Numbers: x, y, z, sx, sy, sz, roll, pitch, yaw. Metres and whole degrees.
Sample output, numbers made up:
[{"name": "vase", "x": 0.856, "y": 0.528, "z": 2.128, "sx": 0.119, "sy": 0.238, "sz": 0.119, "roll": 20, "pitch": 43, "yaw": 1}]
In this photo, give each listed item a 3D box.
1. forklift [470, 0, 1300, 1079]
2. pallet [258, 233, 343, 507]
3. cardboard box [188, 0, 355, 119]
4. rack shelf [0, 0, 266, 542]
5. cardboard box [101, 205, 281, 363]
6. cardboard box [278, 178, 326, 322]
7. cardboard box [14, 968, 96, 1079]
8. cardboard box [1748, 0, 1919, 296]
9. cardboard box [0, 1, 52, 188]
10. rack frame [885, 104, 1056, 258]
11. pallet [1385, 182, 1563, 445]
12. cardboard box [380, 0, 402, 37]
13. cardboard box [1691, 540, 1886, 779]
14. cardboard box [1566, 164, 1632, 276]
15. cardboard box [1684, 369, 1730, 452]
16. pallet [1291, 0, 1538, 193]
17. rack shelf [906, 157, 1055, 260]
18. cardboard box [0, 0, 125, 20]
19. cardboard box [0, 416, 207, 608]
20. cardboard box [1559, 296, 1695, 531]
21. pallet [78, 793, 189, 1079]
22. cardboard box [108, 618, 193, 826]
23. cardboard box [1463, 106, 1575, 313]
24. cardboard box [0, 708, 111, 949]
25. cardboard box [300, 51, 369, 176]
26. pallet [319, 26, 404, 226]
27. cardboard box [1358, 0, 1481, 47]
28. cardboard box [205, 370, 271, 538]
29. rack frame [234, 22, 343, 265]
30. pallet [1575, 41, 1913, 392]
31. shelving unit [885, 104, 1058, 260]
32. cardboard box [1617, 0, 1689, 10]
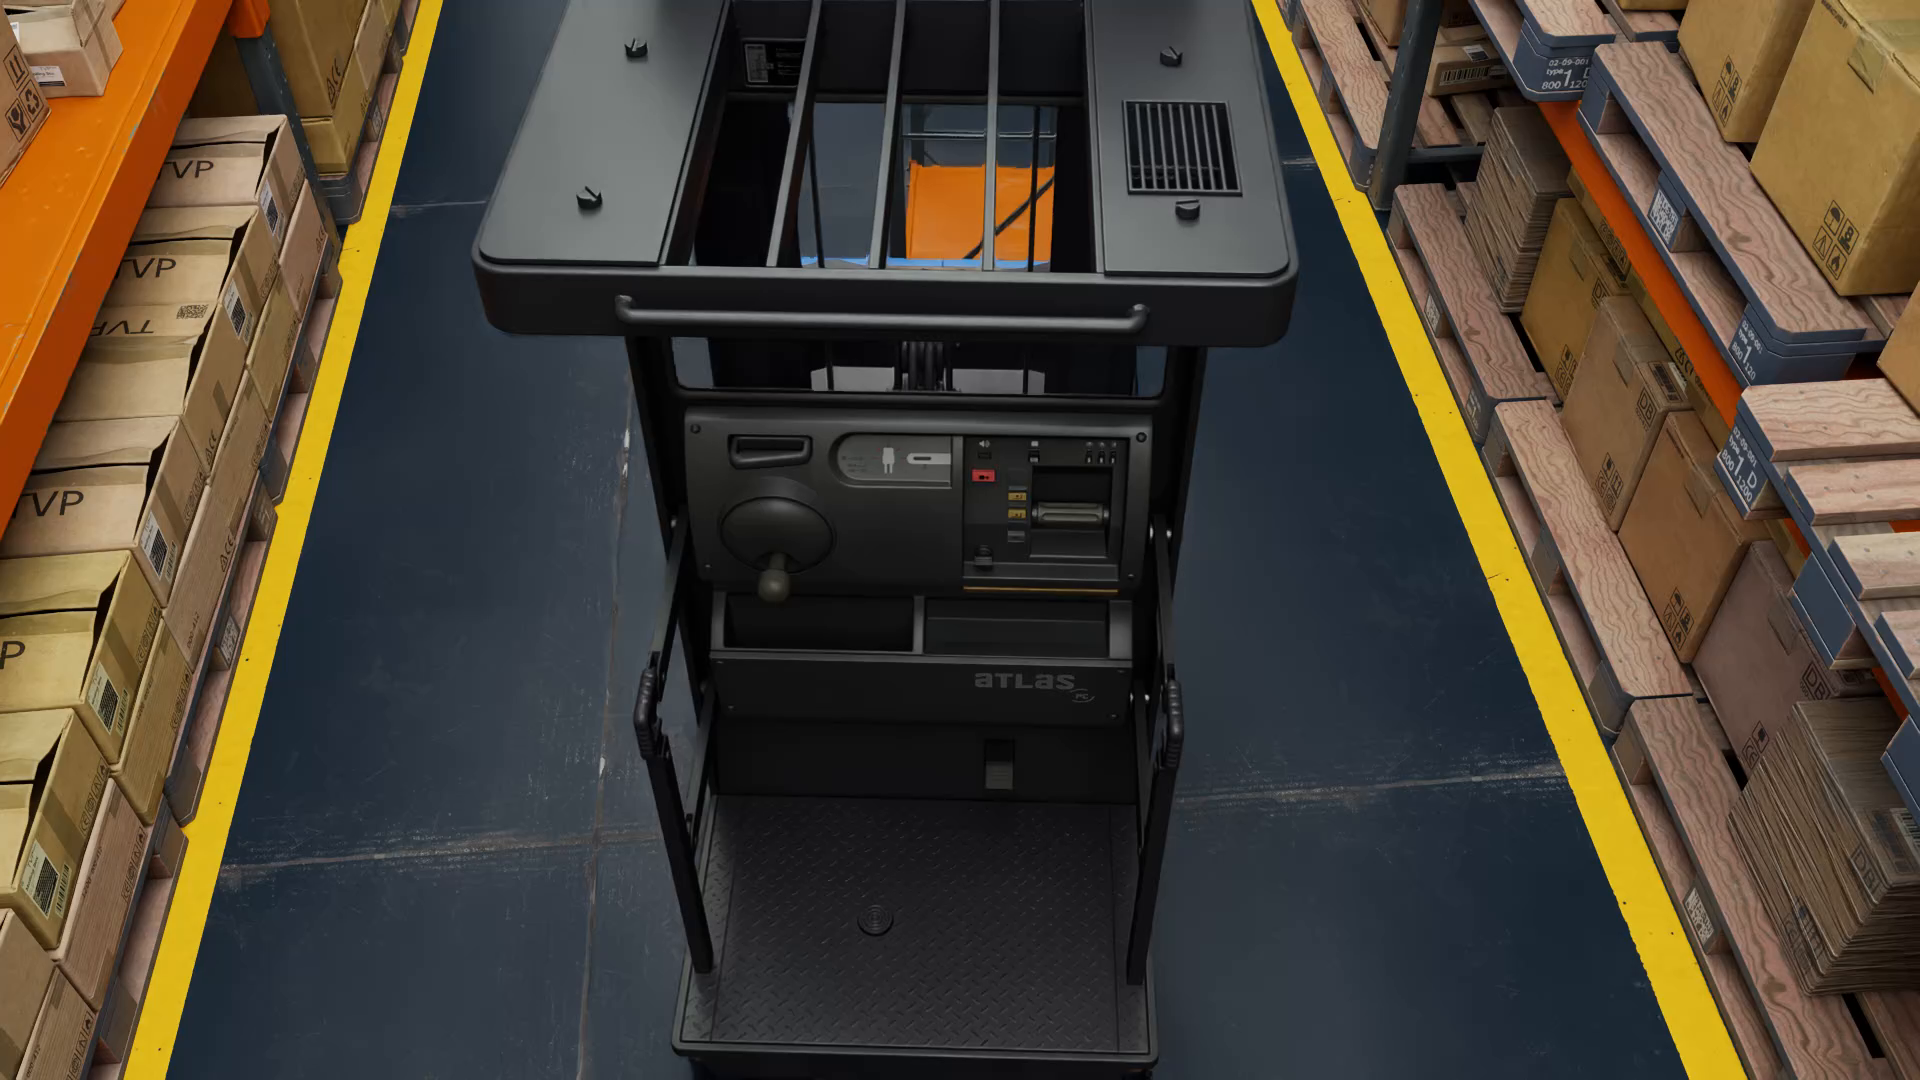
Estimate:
[{"name": "forklift", "x": -0.088, "y": 0.033, "z": 3.200, "sx": 1.130, "sy": 2.935, "sz": 3.031, "roll": 1, "pitch": 47, "yaw": 1}, {"name": "pallet", "x": -2.733, "y": -0.582, "z": 5.655, "sx": 1.003, "sy": 0.211, "sz": 1.213, "roll": -3, "pitch": 47, "yaw": -3}, {"name": "cardboard box", "x": -2.561, "y": -1.882, "z": 6.055, "sx": 0.500, "sy": 0.500, "sz": 0.500, "roll": -3, "pitch": 47, "yaw": -3}, {"name": "rack shelf", "x": -2.666, "y": -0.377, "z": 4.036, "sx": 1.077, "sy": 0.370, "sz": 4.000, "roll": -3, "pitch": 47, "yaw": -3}, {"name": "cardboard box", "x": -2.464, "y": -0.811, "z": 5.171, "sx": 0.500, "sy": 0.311, "sz": 0.500, "roll": -2, "pitch": 47, "yaw": -2}, {"name": "cardboard box", "x": -2.510, "y": -0.988, "z": 5.724, "sx": 0.500, "sy": 0.250, "sz": 0.500, "roll": -4, "pitch": 47, "yaw": -4}, {"name": "cardboard box", "x": -2.250, "y": 1.227, "z": 3.626, "sx": 0.500, "sy": 0.250, "sz": 0.500, "roll": -4, "pitch": 47, "yaw": -3}, {"name": "cardboard box", "x": 2.261, "y": -0.906, "z": 3.670, "sx": 0.700, "sy": 0.500, "sz": 0.500, "roll": -3, "pitch": 47, "yaw": -3}, {"name": "cardboard box", "x": -2.742, "y": -1.168, "z": 4.221, "sx": 0.500, "sy": 0.500, "sz": 0.500, "roll": 0, "pitch": 47, "yaw": 0}, {"name": "rack frame", "x": 0.059, "y": -0.604, "z": 4.789, "sx": 0.500, "sy": 1.500, "sz": 0.032, "roll": 1, "pitch": 47, "yaw": 1}, {"name": "pallet", "x": 2.169, "y": -0.853, "z": 5.912, "sx": 1.003, "sy": 0.211, "sz": 1.213, "roll": -3, "pitch": 47, "yaw": -3}, {"name": "cardboard box", "x": -2.644, "y": -2.348, "z": 7.012, "sx": 0.500, "sy": 0.250, "sz": 0.500, "roll": -3, "pitch": 47, "yaw": -3}, {"name": "cardboard box", "x": 2.397, "y": 0.330, "z": 4.290, "sx": 0.700, "sy": 0.500, "sz": 0.500, "roll": -4, "pitch": 47, "yaw": -3}, {"name": "cardboard box", "x": 2.221, "y": -1.075, "z": 5.104, "sx": 0.500, "sy": 0.250, "sz": 0.500, "roll": -4, "pitch": 47, "yaw": -4}, {"name": "cardboard box", "x": 2.291, "y": -0.336, "z": 4.405, "sx": 0.500, "sy": 0.250, "sz": 0.500, "roll": -4, "pitch": 47, "yaw": -3}, {"name": "pallet", "x": 2.011, "y": -1.900, "z": 6.904, "sx": 1.003, "sy": 0.211, "sz": 1.213, "roll": -3, "pitch": 47, "yaw": -3}, {"name": "rack shelf", "x": 0.074, "y": -0.849, "z": 5.269, "sx": 0.538, "sy": 0.185, "sz": 1.000, "roll": 1, "pitch": 47, "yaw": 1}, {"name": "cardboard box", "x": -2.749, "y": -1.666, "z": 4.865, "sx": 0.500, "sy": 0.250, "sz": 0.500, "roll": -1, "pitch": 47, "yaw": -1}, {"name": "cardboard box", "x": -2.387, "y": -0.086, "z": 4.484, "sx": 0.500, "sy": 0.311, "sz": 0.500, "roll": -4, "pitch": 47, "yaw": -4}, {"name": "cardboard box", "x": 2.276, "y": -0.393, "z": 4.975, "sx": 0.700, "sy": 0.500, "sz": 0.500, "roll": -3, "pitch": 47, "yaw": -3}, {"name": "pallet", "x": -2.529, "y": 1.184, "z": 3.983, "sx": 1.003, "sy": 0.211, "sz": 1.213, "roll": -3, "pitch": 47, "yaw": -3}, {"name": "cardboard box", "x": -2.343, "y": 0.488, "z": 4.327, "sx": 0.500, "sy": 0.250, "sz": 0.500, "roll": -5, "pitch": 47, "yaw": -4}, {"name": "cardboard box", "x": 2.180, "y": -1.135, "z": 5.678, "sx": 0.700, "sy": 0.500, "sz": 0.500, "roll": -2, "pitch": 47, "yaw": -2}, {"name": "cardboard box", "x": -2.303, "y": 0.655, "z": 3.782, "sx": 0.500, "sy": 0.311, "sz": 0.500, "roll": -5, "pitch": 47, "yaw": -4}, {"name": "cardboard box", "x": -2.571, "y": -1.624, "z": 6.327, "sx": 0.500, "sy": 0.250, "sz": 0.500, "roll": -3, "pitch": 47, "yaw": -3}, {"name": "pallet", "x": -2.859, "y": -1.690, "z": 6.705, "sx": 1.003, "sy": 0.211, "sz": 1.213, "roll": -3, "pitch": 47, "yaw": -3}, {"name": "cardboard box", "x": 1.975, "y": -2.415, "z": 6.890, "sx": 0.500, "sy": 0.500, "sz": 0.500, "roll": -7, "pitch": 47, "yaw": -6}, {"name": "cardboard box", "x": -2.426, "y": -0.251, "z": 5.027, "sx": 0.500, "sy": 0.250, "sz": 0.500, "roll": -3, "pitch": 47, "yaw": -2}, {"name": "rack frame", "x": -2.834, "y": -2.071, "z": 5.146, "sx": 1.000, "sy": 3.000, "sz": 0.127, "roll": -3, "pitch": 47, "yaw": -3}, {"name": "pallet", "x": 2.230, "y": -0.845, "z": 4.116, "sx": 1.003, "sy": 0.211, "sz": 1.213, "roll": -3, "pitch": 47, "yaw": -3}, {"name": "shelving unit", "x": 0.074, "y": -0.966, "z": 5.132, "sx": 0.587, "sy": 1.500, "sz": 1.083, "roll": 1, "pitch": 47, "yaw": 1}, {"name": "cardboard box", "x": 2.150, "y": -1.786, "z": 4.503, "sx": 0.700, "sy": 0.500, "sz": 0.500, "roll": 1, "pitch": 47, "yaw": 1}]
